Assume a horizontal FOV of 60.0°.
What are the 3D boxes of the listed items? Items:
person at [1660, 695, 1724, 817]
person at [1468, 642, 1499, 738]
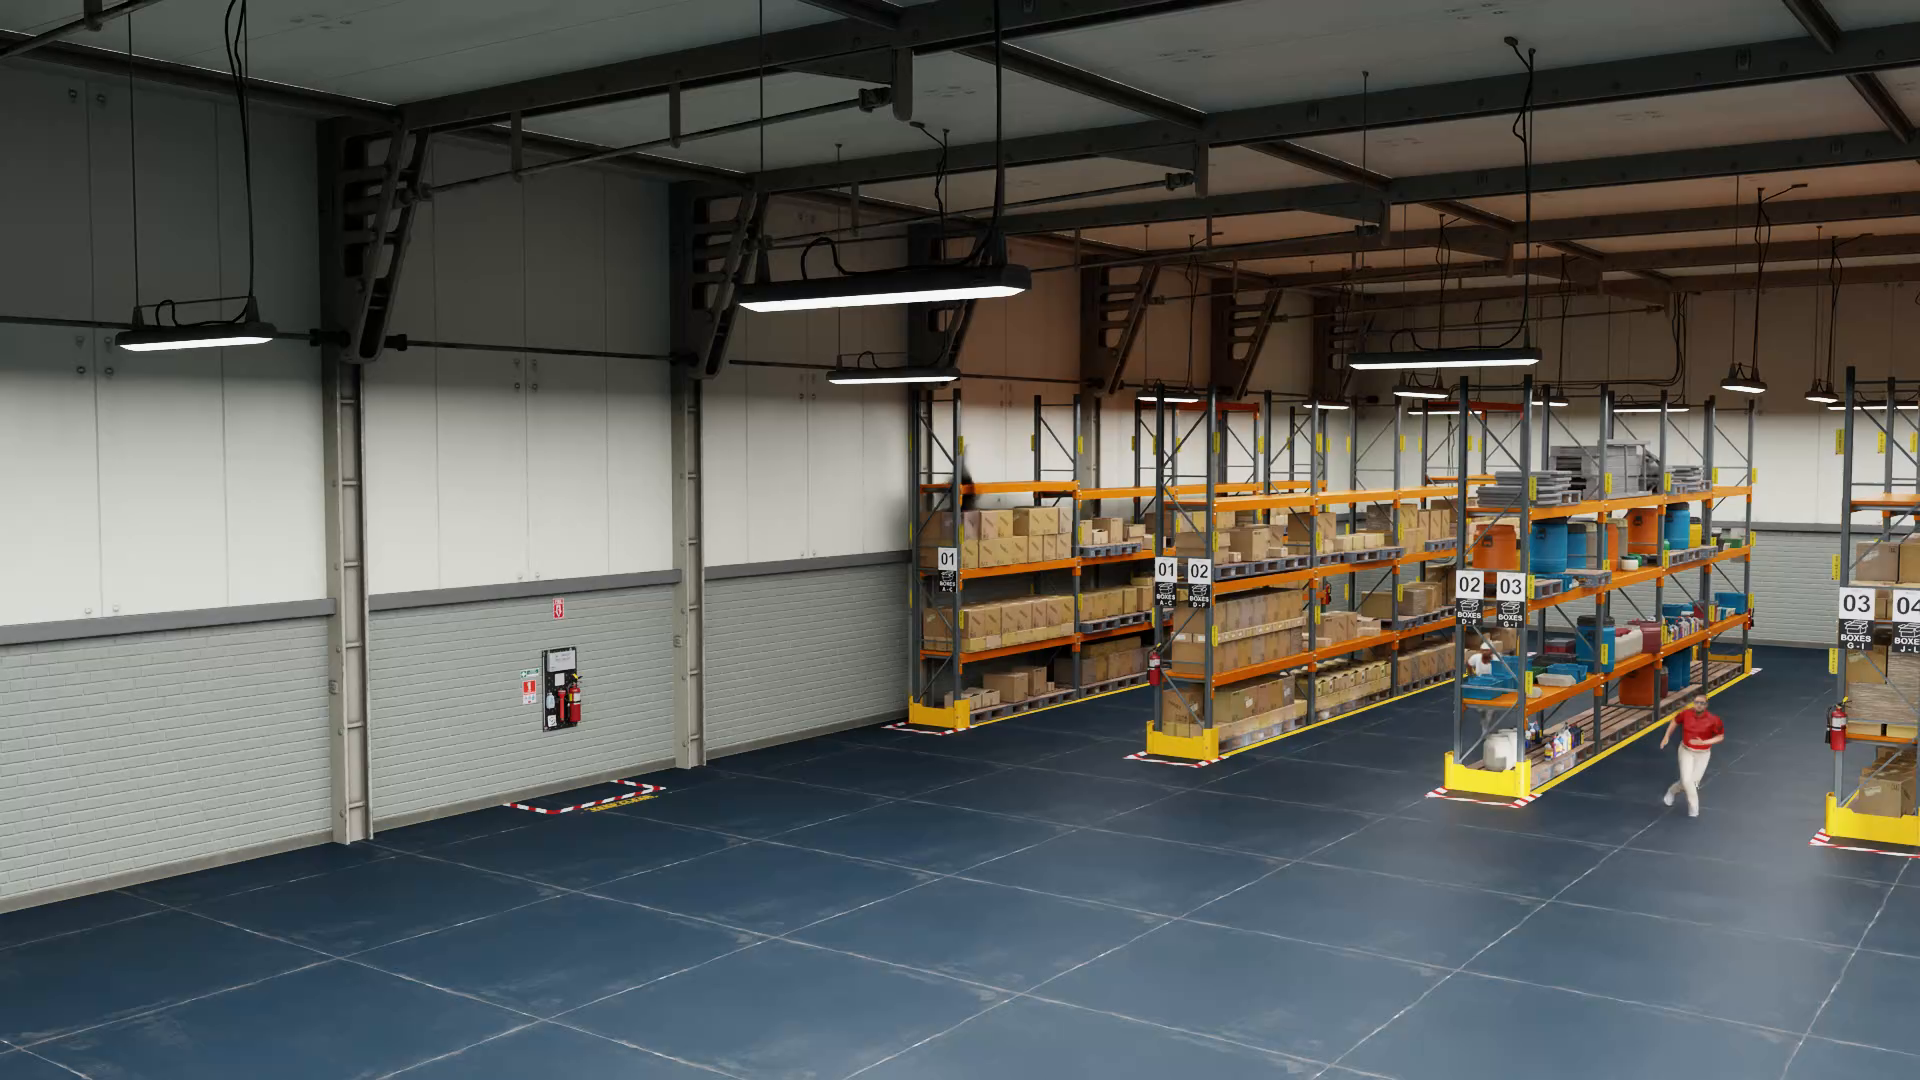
[{"bbox_3d":[9.963,2.911,22.660,0.779,1.672,0.691,1,3,19],"label":"person"},{"bbox_3d":[8.956,2.554,28.288,0.671,1.683,0.714,1,4,22],"label":"person"}]
